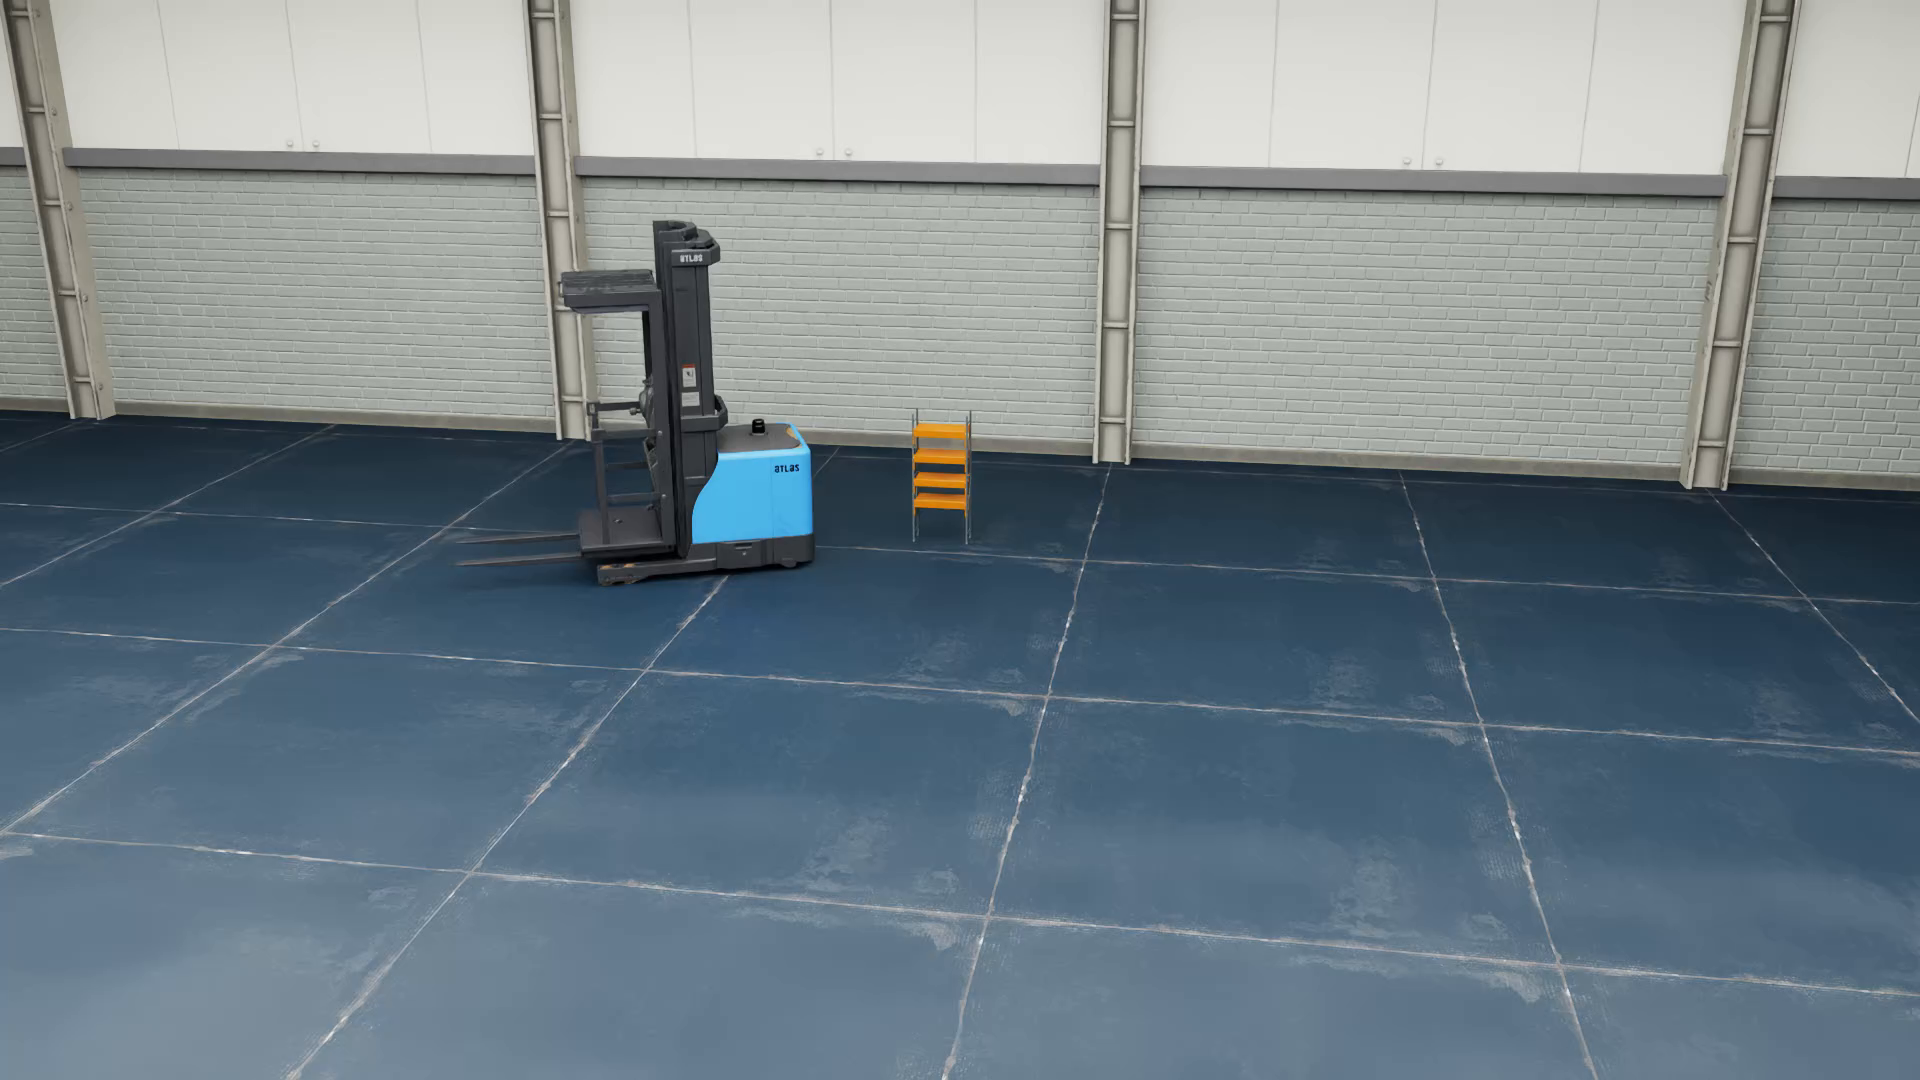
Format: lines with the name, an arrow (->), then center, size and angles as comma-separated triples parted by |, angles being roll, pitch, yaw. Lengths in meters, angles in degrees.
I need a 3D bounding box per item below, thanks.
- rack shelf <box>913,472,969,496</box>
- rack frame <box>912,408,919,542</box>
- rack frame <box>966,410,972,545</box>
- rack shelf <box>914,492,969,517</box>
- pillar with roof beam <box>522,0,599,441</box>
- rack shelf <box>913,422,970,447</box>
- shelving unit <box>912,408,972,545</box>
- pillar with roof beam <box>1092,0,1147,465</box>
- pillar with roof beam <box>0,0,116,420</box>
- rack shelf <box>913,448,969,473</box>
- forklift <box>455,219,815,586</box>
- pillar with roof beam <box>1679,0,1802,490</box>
rack shelf -> -0.163, -0.514, 15.106 | 0.480, 0.148, 0.258 | 3, 19, 9
rack frame -> -0.404, -0.590, 15.121 | 0.015, 1.200, 0.240 | 3, 19, 9
rack frame -> 0.077, -0.565, 15.048 | 0.015, 1.200, 0.240 | 3, 19, 9
rack shelf -> -0.163, -0.325, 15.169 | 0.480, 0.148, 0.258 | 3, 19, 9
pillar with roof beam -> -4.977, -4.080, 13.261 | 0.400, 9.000, 9.100 | 3, 19, 9
rack shelf -> -0.163, -0.950, 14.960 | 0.480, 0.148, 0.258 | 3, 19, 9
shelving unit -> -0.163, -0.577, 15.084 | 0.503, 1.200, 0.258 | 3, 19, 9
pillar with roof beam -> 0.947, -3.778, 12.358 | 0.400, 9.000, 9.100 | 3, 19, 9
pillar with roof beam -> -10.901, -4.382, 14.163 | 0.400, 9.000, 9.100 | 3, 19, 9
rack shelf -> -0.163, -0.726, 15.035 | 0.480, 0.148, 0.258 | 3, 19, 9
forklift -> -2.843, -1.188, 14.181 | 3.031, 2.935, 1.130 | -5, 19, -13
pillar with roof beam -> 6.871, -3.476, 11.456 | 0.400, 9.000, 9.100 | 3, 19, 9
